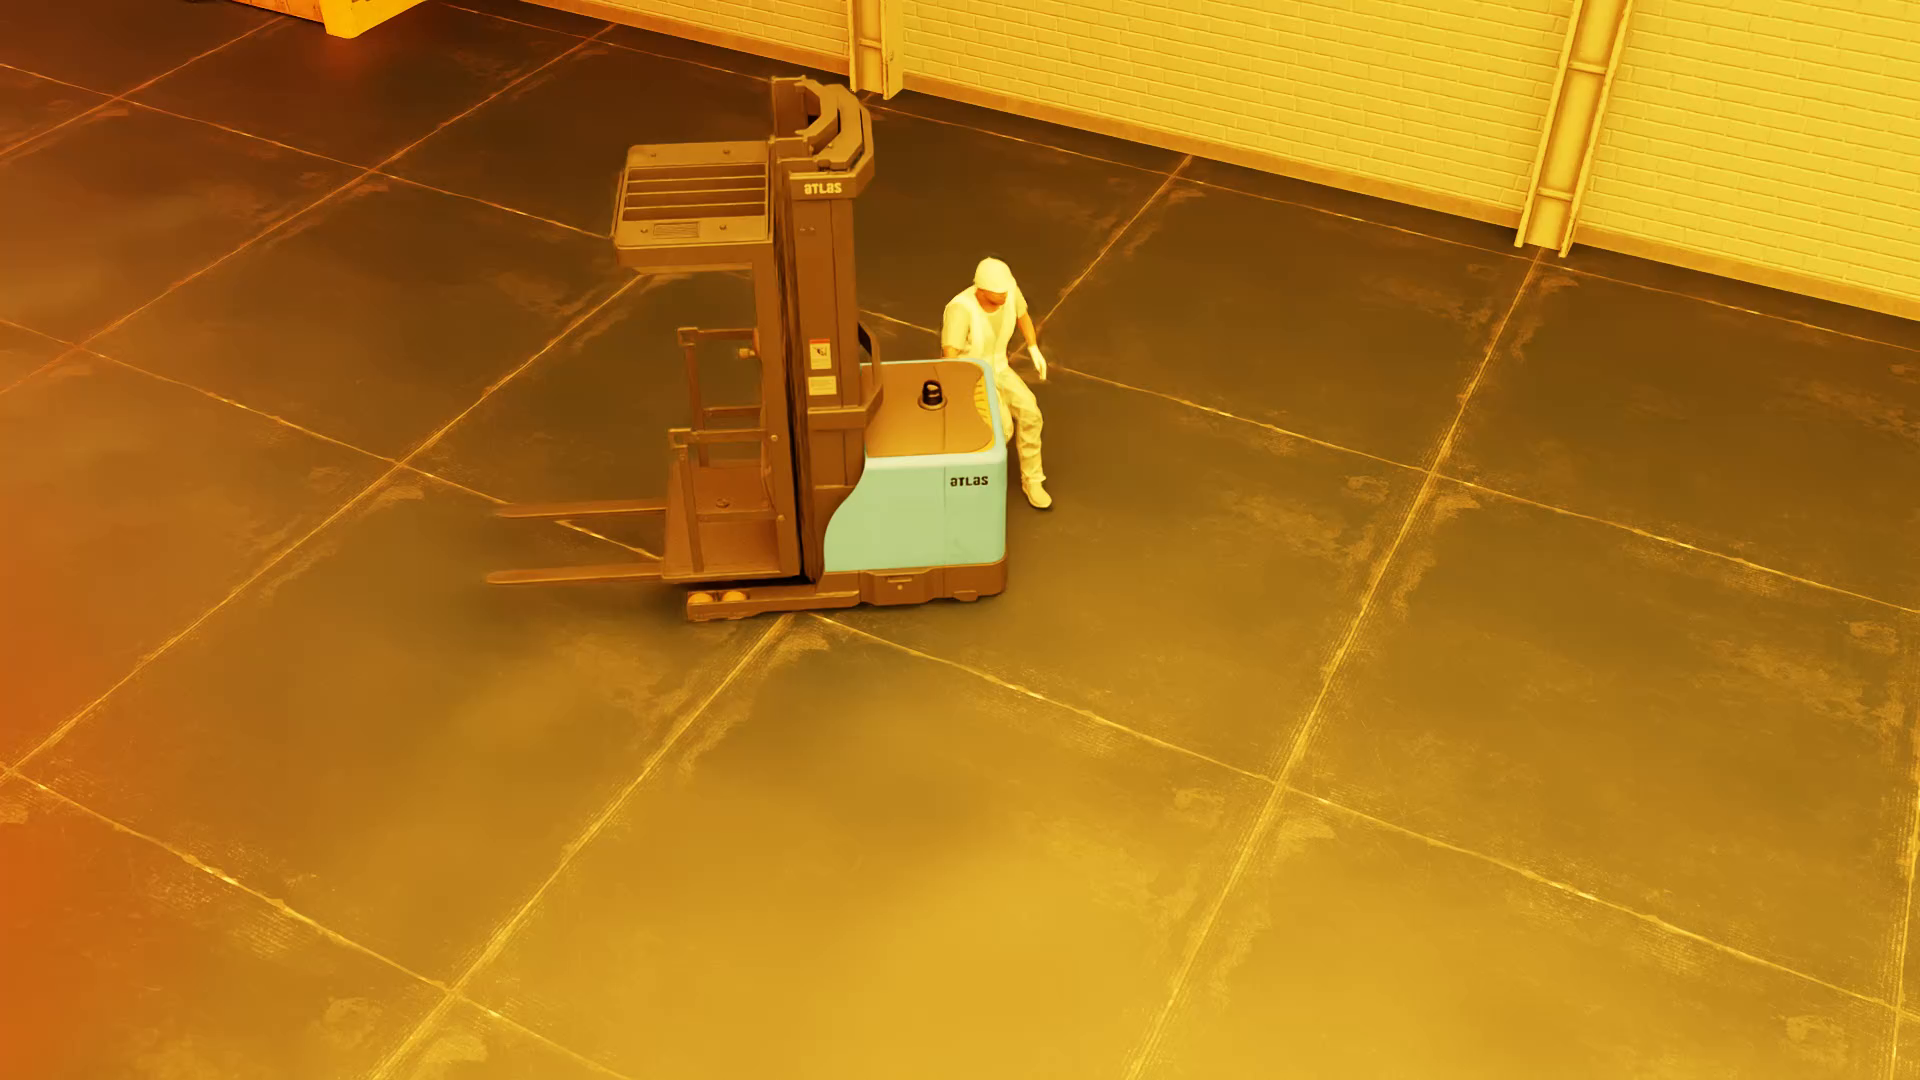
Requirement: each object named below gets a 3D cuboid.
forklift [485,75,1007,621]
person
[{"bbox_3d":[-1.269,-1.004,9.178,3.031,2.935,1.130,-3,40,-4],"label":"forklift"},{"bbox_3d":[0.307,-0.986,10.297,0.897,1.569,0.805,32,49,32],"label":"person"}]
